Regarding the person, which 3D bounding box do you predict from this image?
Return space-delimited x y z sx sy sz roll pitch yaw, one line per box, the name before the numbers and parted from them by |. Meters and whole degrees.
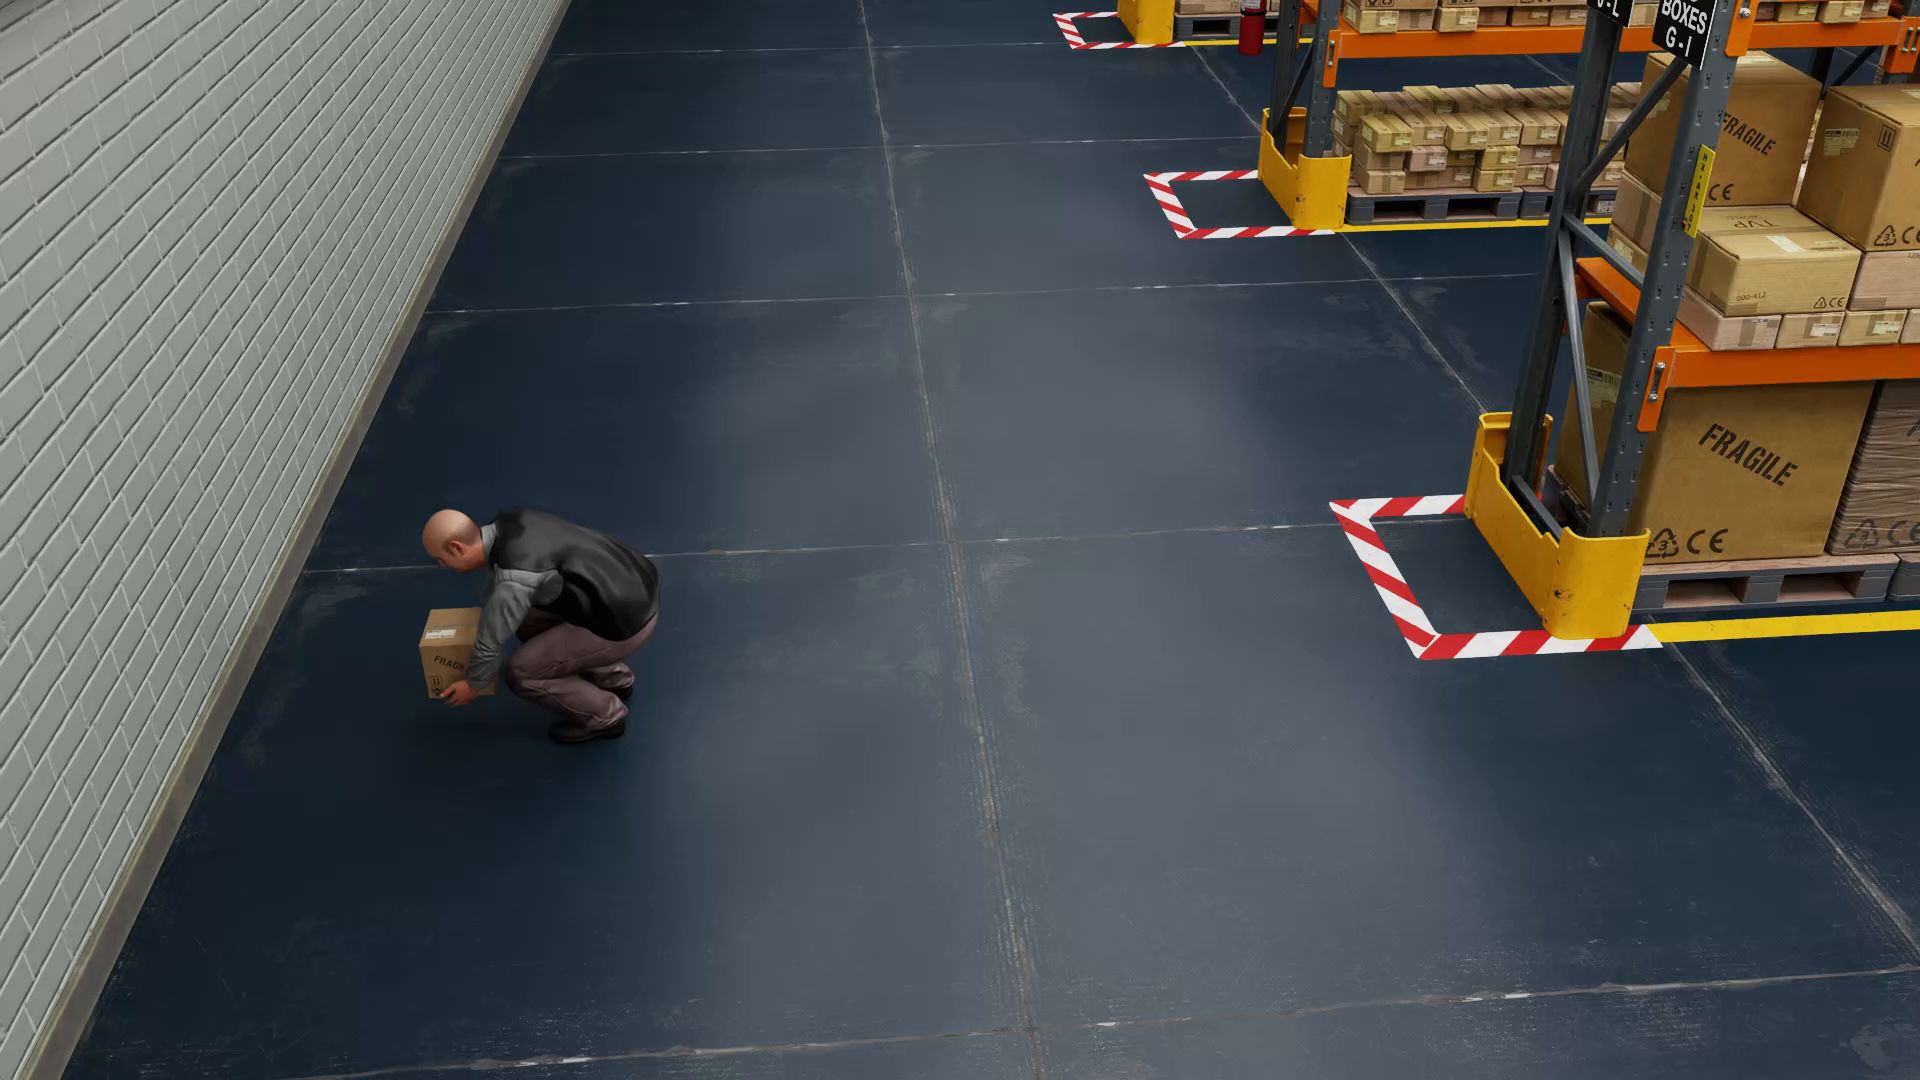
person | -1.581 0.291 6.382 0.864 0.996 0.543 -3 31 -5
